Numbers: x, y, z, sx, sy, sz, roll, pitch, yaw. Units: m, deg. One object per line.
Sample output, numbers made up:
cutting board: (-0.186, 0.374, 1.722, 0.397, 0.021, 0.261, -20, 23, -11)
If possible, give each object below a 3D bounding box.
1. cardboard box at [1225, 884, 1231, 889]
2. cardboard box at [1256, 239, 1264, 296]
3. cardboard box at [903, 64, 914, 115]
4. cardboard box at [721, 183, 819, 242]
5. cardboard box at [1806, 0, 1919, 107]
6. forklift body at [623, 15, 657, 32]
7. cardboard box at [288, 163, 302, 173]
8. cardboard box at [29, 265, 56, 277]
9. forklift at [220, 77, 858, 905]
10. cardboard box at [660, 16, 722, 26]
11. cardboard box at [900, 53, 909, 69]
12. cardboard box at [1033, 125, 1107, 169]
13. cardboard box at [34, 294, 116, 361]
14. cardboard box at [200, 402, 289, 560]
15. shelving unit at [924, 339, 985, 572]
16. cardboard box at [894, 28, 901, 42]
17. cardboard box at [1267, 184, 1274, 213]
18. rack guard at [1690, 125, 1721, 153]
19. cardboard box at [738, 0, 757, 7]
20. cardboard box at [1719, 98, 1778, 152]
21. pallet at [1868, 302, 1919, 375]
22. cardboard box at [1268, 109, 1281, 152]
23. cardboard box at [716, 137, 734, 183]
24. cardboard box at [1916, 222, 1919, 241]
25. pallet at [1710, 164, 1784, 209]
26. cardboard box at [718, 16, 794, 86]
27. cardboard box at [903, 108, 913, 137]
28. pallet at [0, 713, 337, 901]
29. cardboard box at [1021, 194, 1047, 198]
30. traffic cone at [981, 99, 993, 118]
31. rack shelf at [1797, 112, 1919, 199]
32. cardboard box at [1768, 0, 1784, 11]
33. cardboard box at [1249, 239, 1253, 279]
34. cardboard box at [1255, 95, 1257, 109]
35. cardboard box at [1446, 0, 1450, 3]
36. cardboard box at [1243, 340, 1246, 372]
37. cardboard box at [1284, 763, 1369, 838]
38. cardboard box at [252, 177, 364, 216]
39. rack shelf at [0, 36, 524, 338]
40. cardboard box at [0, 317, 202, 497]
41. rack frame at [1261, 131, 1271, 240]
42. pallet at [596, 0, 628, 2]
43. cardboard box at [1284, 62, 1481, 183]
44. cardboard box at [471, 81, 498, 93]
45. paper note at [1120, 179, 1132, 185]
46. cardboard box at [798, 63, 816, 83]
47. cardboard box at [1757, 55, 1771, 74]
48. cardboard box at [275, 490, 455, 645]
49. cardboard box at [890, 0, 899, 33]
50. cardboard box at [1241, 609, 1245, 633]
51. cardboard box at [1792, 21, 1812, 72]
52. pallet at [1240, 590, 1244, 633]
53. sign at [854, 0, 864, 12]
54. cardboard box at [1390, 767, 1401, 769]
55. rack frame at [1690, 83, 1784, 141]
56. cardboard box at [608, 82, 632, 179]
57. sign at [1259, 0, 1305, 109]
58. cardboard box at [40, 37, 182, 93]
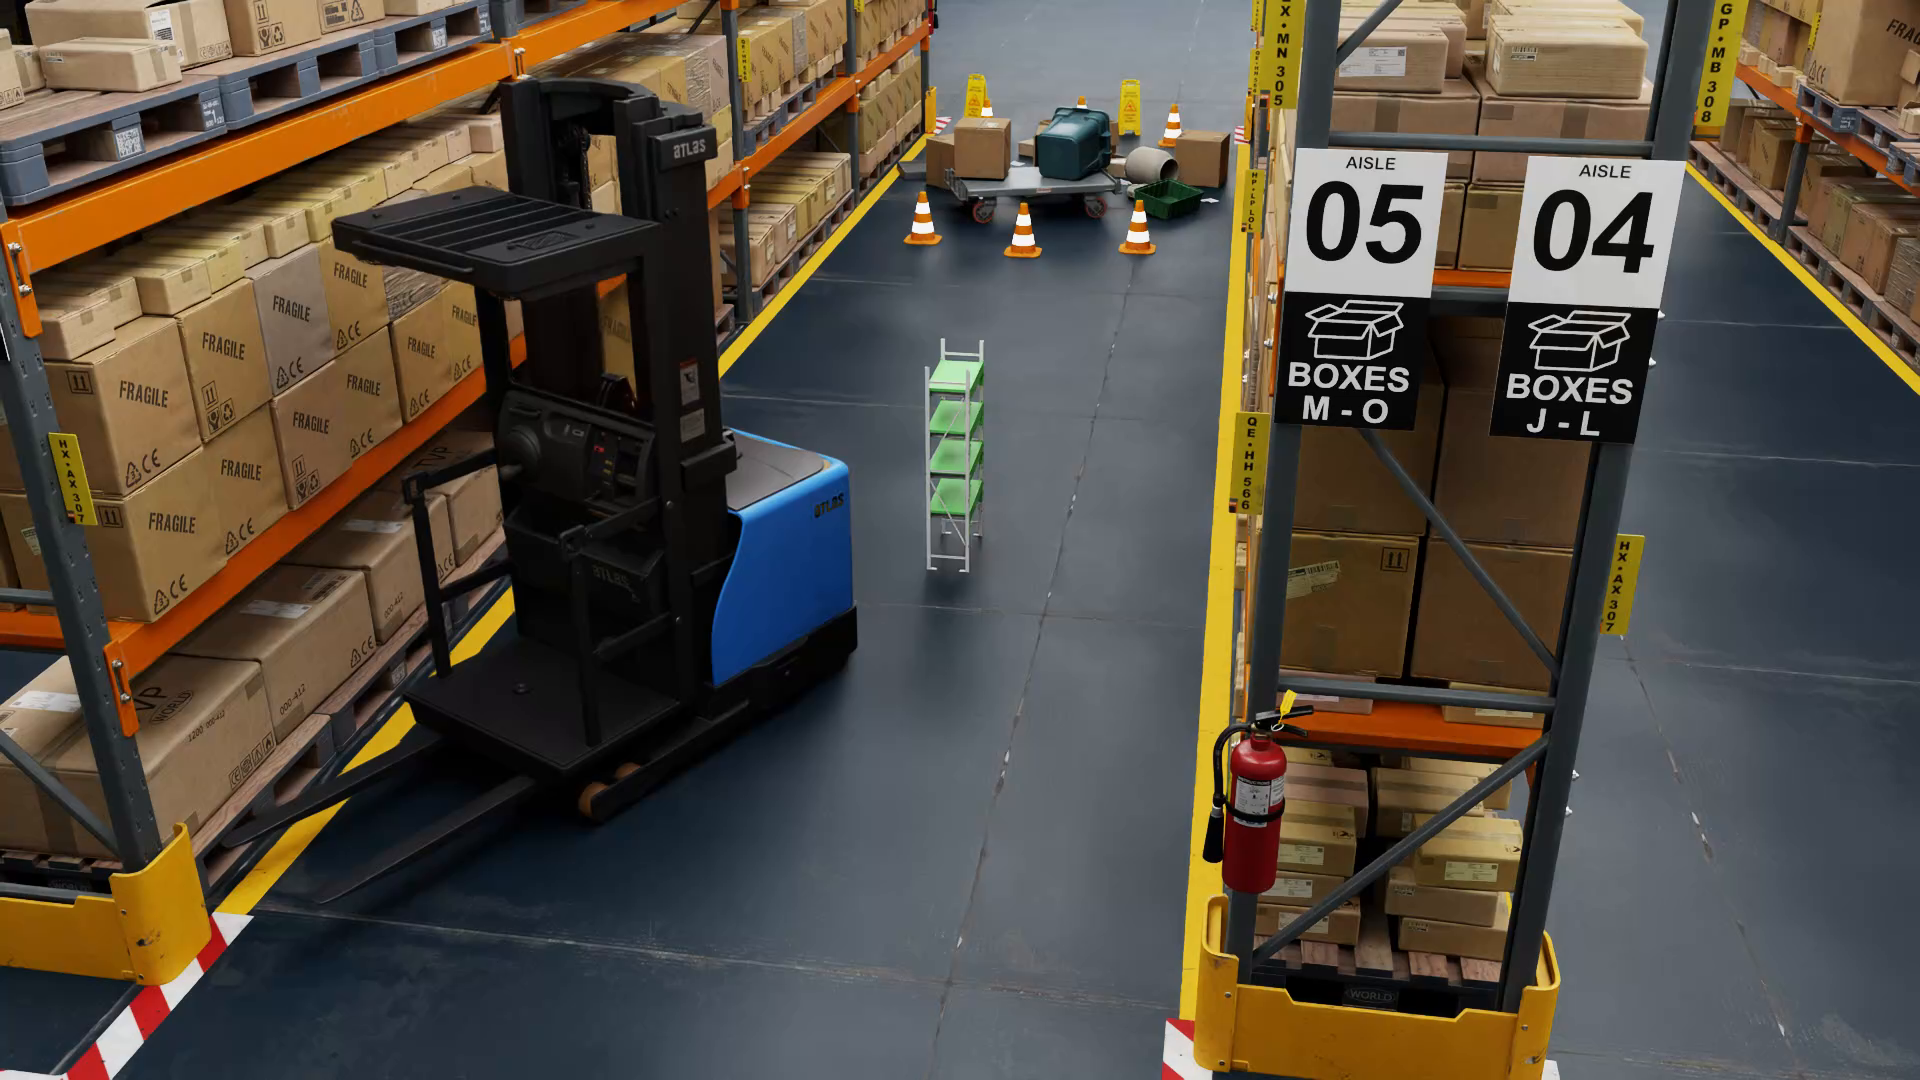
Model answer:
cardboard box: (1.228, 1.239, 6.432, 0.380, 0.149, 0.250, 5, 26, 10)
cardboard box: (1.730, -1.176, 8.255, 0.500, 0.500, 0.500, 4, 25, 8)
cardboard box: (-0.835, -5.218, 19.223, 0.500, 0.500, 0.500, 5, 26, 10)
cardboard box: (-1.842, -3.021, 15.270, 0.950, 0.372, 0.625, 5, 26, 10)
cardboard box: (7.976, -4.285, 14.163, 1.000, 1.000, 1.000, 4, 25, 9)
forklift body: (-4.287, -5.543, 19.056, 2.313, 2.155, 1.214, 4, 25, 9)
cardboard box: (-3.347, -1.737, 7.860, 0.380, 0.149, 0.250, 3, 25, 7)
cardboard box: (-3.656, -0.991, 6.266, 0.380, 0.149, 0.250, 4, 25, 8)
forklift: (-1.794, -0.350, 7.040, 1.130, 2.935, 3.031, 17, 30, 32)
cardboard box: (-2.232, -4.167, 14.150, 0.500, 0.500, 0.500, 2, 25, 5)
cardboard box: (-0.791, -5.467, 18.990, 0.380, 0.149, 0.250, 4, 25, 9)
cardboard box: (1.187, -4.134, 17.828, 0.797, 0.637, 0.503, 4, 25, 9)
cardboard box: (-3.163, -0.734, 5.718, 0.380, 0.149, 0.250, 5, 25, 10)
cardboard box: (-3.077, -0.253, 6.634, 0.500, 0.500, 0.500, 4, 25, 8)
shelving unit: (-0.027, -0.474, 9.348, 0.258, 1.200, 0.503, 4, 25, 9)
cardboard box: (-0.869, -5.680, 18.643, 0.380, 0.149, 0.250, 4, 25, 8)
cardboard box: (1.563, -1.220, 7.170, 0.500, 0.500, 0.500, 4, 25, 9)
rack guard: (8.885, -4.655, 19.104, 1.175, 0.500, 0.348, 4, 25, 9)
cardboard box: (-2.035, -4.862, 14.870, 0.380, 0.149, 0.250, 5, 26, 11)
cardboard box: (8.779, -4.616, 18.528, 0.500, 0.500, 0.500, 9, 27, 18)
pallet: (7.719, -1.536, 12.783, 1.003, 0.211, 1.213, 4, 25, 9)
cardboard box: (1.457, -1.656, 6.388, 0.500, 0.250, 0.500, 5, 26, 11)
cardboard box: (-2.013, -2.862, 12.502, 0.500, 0.250, 0.500, 3, 25, 7)
cardboard box: (7.747, -2.384, 12.850, 0.500, 0.250, 0.500, 7, 26, 14)
pallet: (8.516, -3.678, 17.358, 1.003, 0.211, 1.213, 4, 25, 9)
cardboard box: (-1.726, -4.143, 14.098, 0.500, 0.500, 0.500, 4, 25, 9)
cardboard box: (-0.838, -4.877, 19.379, 0.500, 0.250, 0.500, 4, 25, 9)
pallet: (-3.441, 1.110, 7.130, 1.003, 0.211, 1.213, 4, 25, 9)
cardboard box: (0.718, -3.786, 17.525, 0.258, 0.266, 0.396, -14, 29, -27)
traffic cone: (0.323, -5.087, 20.072, 0.336, 0.463, 0.334, 4, 25, 9)
rack shelf: (7.917, -2.983, 13.434, 1.077, 0.370, 4.000, 4, 25, 9)
cardboard box: (8.209, -5.404, 16.108, 0.500, 0.500, 0.500, 4, 25, 9)
cardboard box: (2.362, -1.985, 12.020, 0.500, 0.250, 0.500, 3, 25, 6)
cardboard box: (2.850, -3.955, 14.544, 0.500, 0.500, 0.500, 4, 25, 8)
cardboard box: (1.967, -1.977, 6.015, 0.380, 0.149, 0.250, 5, 26, 10)
cardboard box: (2.267, -1.428, 11.715, 0.500, 0.500, 0.500, 4, 25, 9)
cardboard box: (1.340, 0.979, 6.286, 0.380, 0.149, 0.250, 5, 25, 10)
cardboard box: (-2.873, -1.493, 7.339, 0.380, 0.149, 0.250, 4, 25, 9)
rack shelf: (-3.167, -1.682, 7.116, 1.077, 0.370, 4.000, 4, 25, 9)
cardboard box: (-3.135, -0.492, 5.966, 0.500, 0.500, 0.500, 3, 25, 7)
rack frame: (2.060, -1.185, 8.744, 1.000, 3.000, 0.127, 4, 25, 9)
pallet: (-2.419, -3.691, 10.782, 1.003, 0.211, 1.213, 5, 26, 11)
cardboard box: (1.230, -1.240, 4.909, 0.500, 0.250, 0.500, 3, 25, 7)
cardboard box: (-2.836, -2.616, 10.503, 0.500, 0.500, 0.500, 5, 26, 10)
paper note: (1.784, -3.878, 18.008, 0.172, 0.023, 0.155, 13, 28, 26)
cardboard box: (-1.526, -4.248, 15.089, 0.380, 0.149, 0.250, 4, 25, 8)
cardboard box: (8.249, -4.768, 16.695, 0.380, 0.149, 0.250, 4, 25, 9)
cardboard box: (-3.194, 0.114, 8.496, 0.875, 0.438, 0.875, 3, 25, 7)
cardboard box: (-0.969, -5.810, 18.156, 0.500, 0.500, 0.500, 4, 25, 9)
cardboard box: (1.509, 0.454, 7.759, 0.380, 0.149, 0.250, 4, 25, 8)
cardboard box: (8.495, -4.716, 15.818, 0.875, 0.500, 0.500, 4, 25, 9)
pallet: (1.985, 0.361, 8.730, 1.003, 0.211, 1.213, 4, 25, 9)
sign: (-0.985, -5.320, 16.211, 0.100, 0.325, 0.005, 4, 25, 9)
cardboard box: (1.947, 0.933, 6.734, 0.380, 0.149, 0.250, 5, 26, 10)
rack frame: (8.898, -5.818, 18.642, 1.000, 3.000, 0.127, 4, 25, 9)
cardboard box: (-2.344, -2.573, 10.411, 0.500, 0.500, 0.500, 3, 25, 7)
sign: (0.862, -1.319, 4.447, 0.100, 0.325, 0.005, 4, 25, 9)
cardboard box: (-3.089, -1.733, 6.058, 0.380, 0.149, 0.250, 5, 26, 10)
